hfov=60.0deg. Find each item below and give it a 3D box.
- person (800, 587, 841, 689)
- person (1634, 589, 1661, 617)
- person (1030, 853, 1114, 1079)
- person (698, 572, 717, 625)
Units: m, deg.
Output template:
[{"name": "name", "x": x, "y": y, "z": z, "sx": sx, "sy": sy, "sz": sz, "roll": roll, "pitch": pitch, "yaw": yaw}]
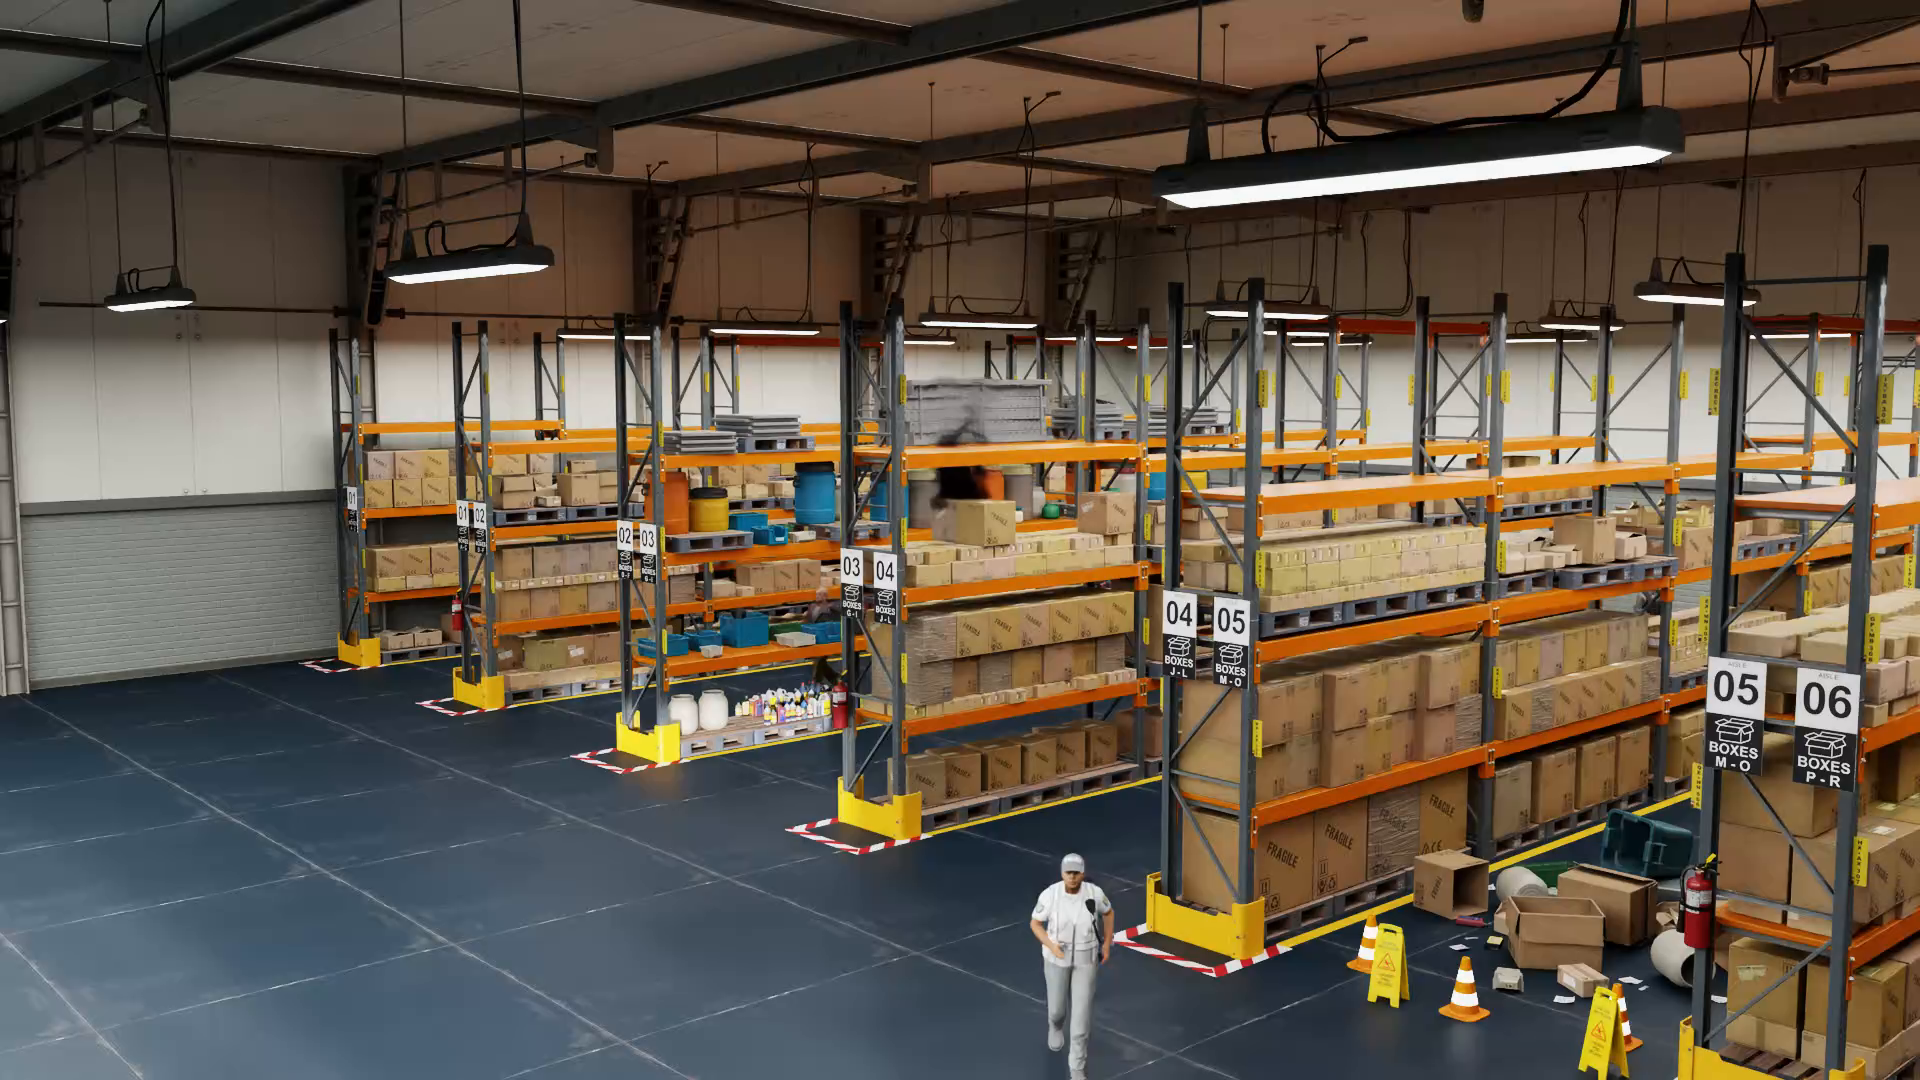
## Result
[{"name": "person", "x": -2.201, "y": 1.648, "z": 26.362, "sx": 0.698, "sy": 1.804, "sz": 0.981, "roll": 5, "pitch": 8, "yaw": 43}, {"name": "person", "x": 12.003, "y": 1.491, "z": 28.739, "sx": 0.691, "sy": 1.708, "sz": 0.813, "roll": 0, "pitch": 6, "yaw": 3}, {"name": "person", "x": 0.836, "y": 3.132, "z": 12.347, "sx": 0.629, "sy": 1.677, "sz": 0.777, "roll": 0, "pitch": 6, "yaw": 2}, {"name": "person", "x": -4.679, "y": 1.322, "z": 31.212, "sx": 0.537, "sy": 1.546, "sz": 0.549, "roll": 4, "pitch": 7, "yaw": 36}]
